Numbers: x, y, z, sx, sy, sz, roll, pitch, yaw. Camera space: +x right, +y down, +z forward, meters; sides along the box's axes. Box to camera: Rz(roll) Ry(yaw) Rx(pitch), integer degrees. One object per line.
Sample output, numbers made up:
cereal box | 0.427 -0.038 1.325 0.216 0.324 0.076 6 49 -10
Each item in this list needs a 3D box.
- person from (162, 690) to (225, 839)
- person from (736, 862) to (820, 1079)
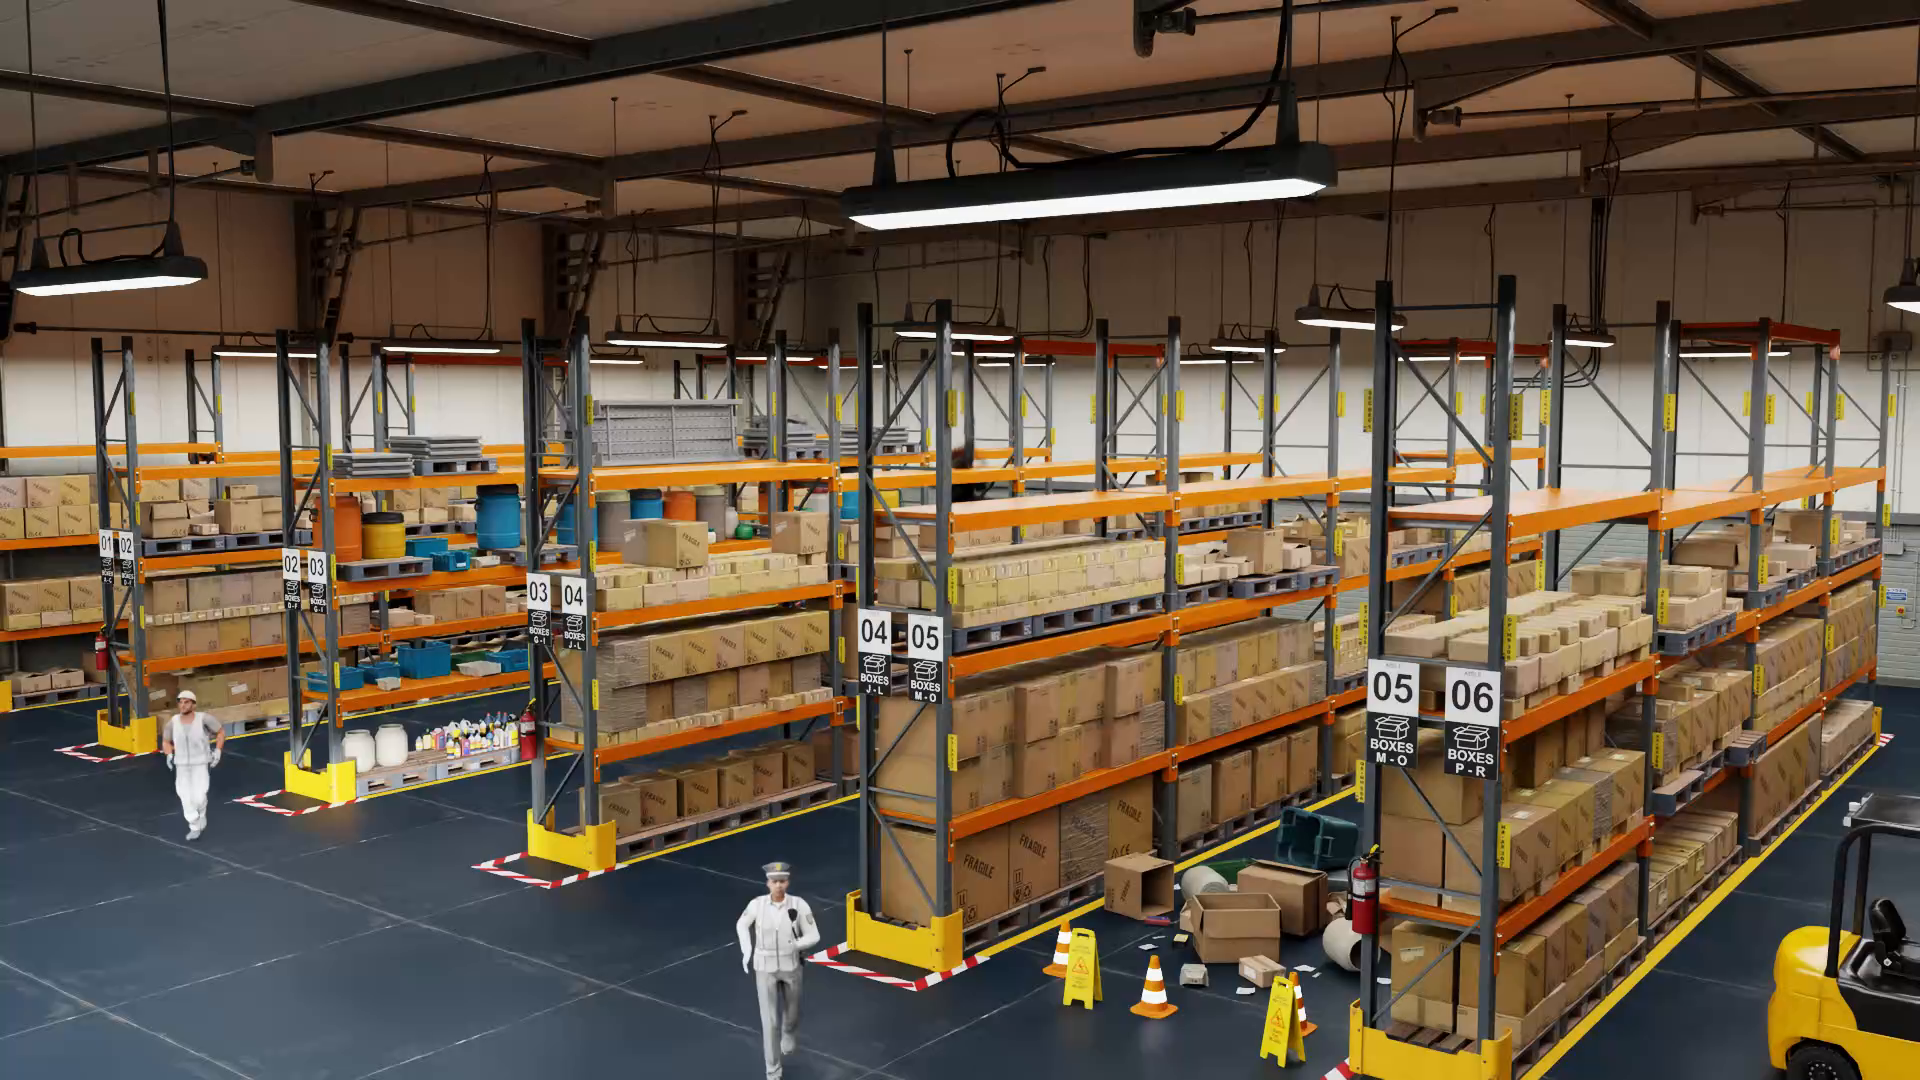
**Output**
person | -8.922 2.617 19.306 0.668 1.743 0.523 -1 5 -11
person | -1.360 3.224 12.479 0.619 1.673 0.890 -1 5 -8
